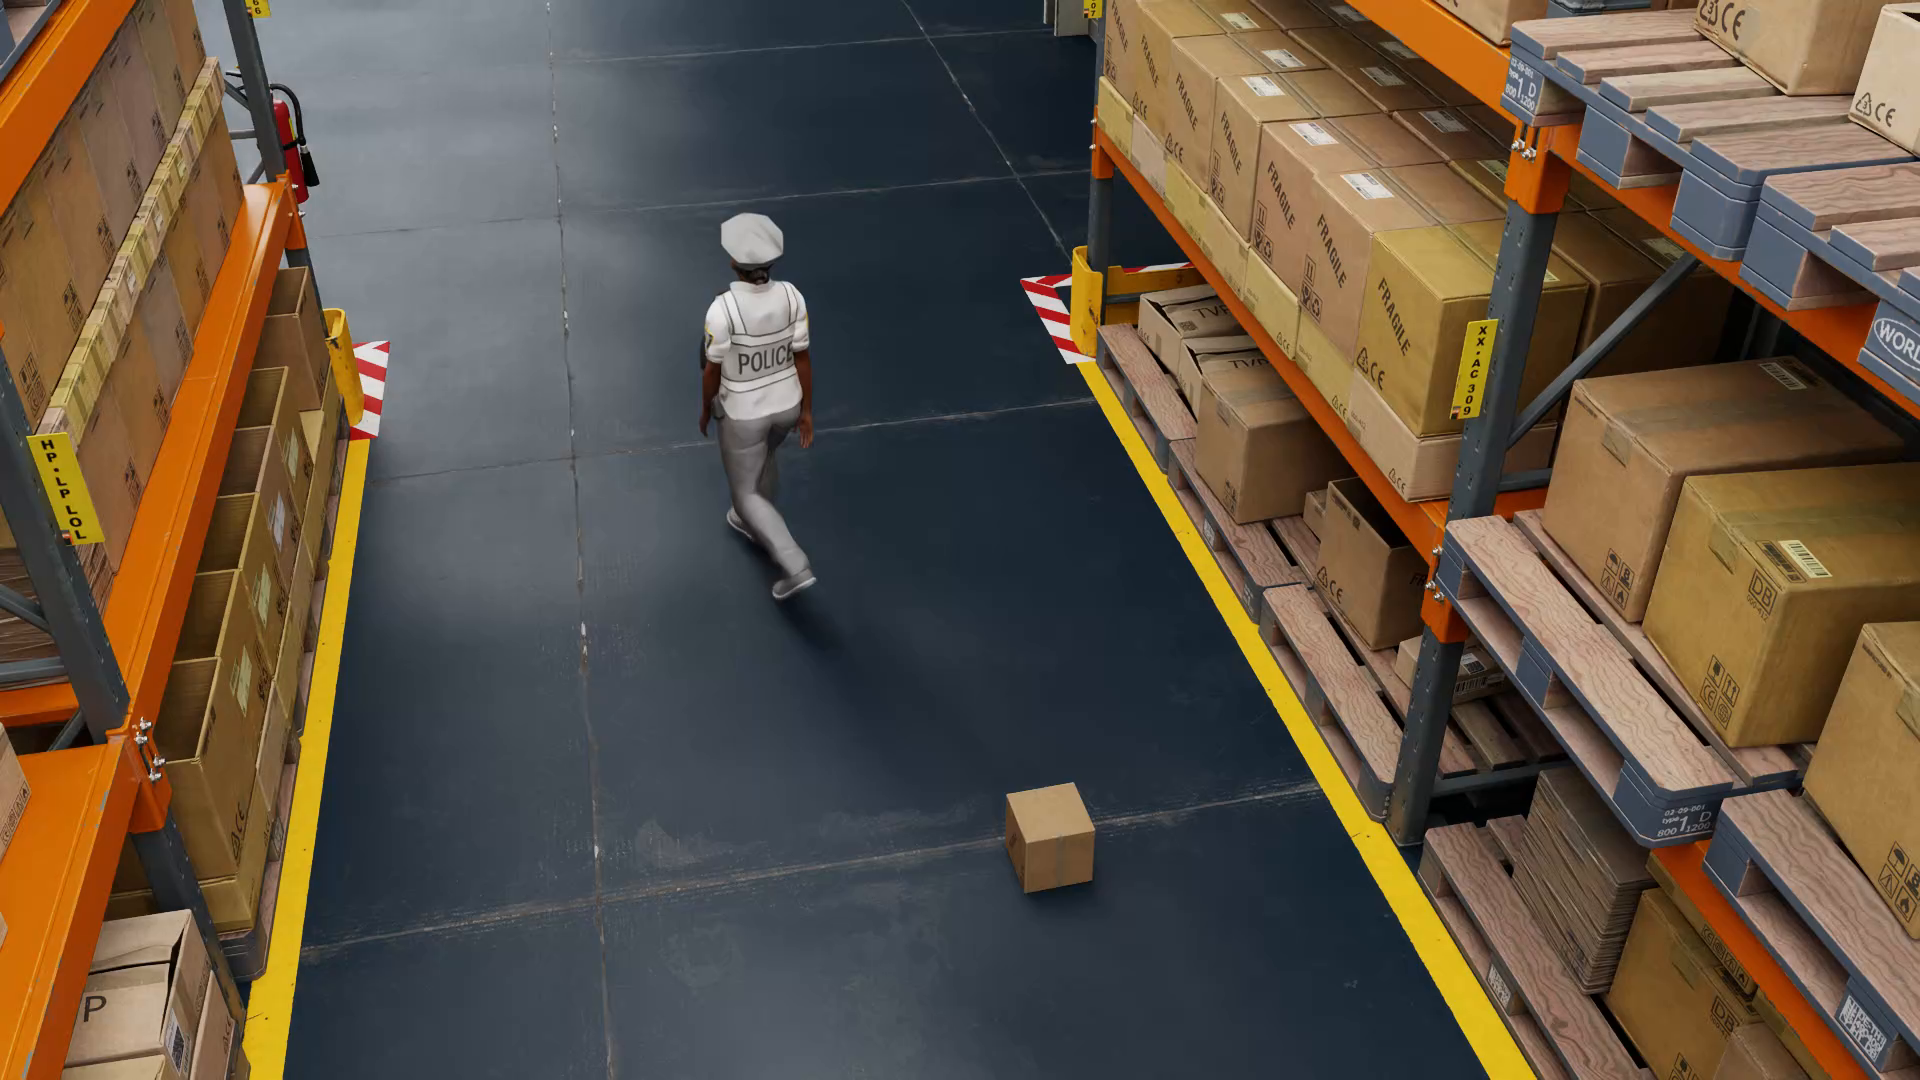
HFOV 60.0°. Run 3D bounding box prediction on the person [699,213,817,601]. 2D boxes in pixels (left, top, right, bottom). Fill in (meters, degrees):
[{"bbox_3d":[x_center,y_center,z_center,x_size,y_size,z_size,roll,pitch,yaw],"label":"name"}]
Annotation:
[{"bbox_3d":[-0.829,-0.561,6.909,0.440,1.645,0.903,-23,41,-30],"label":"person"}]
